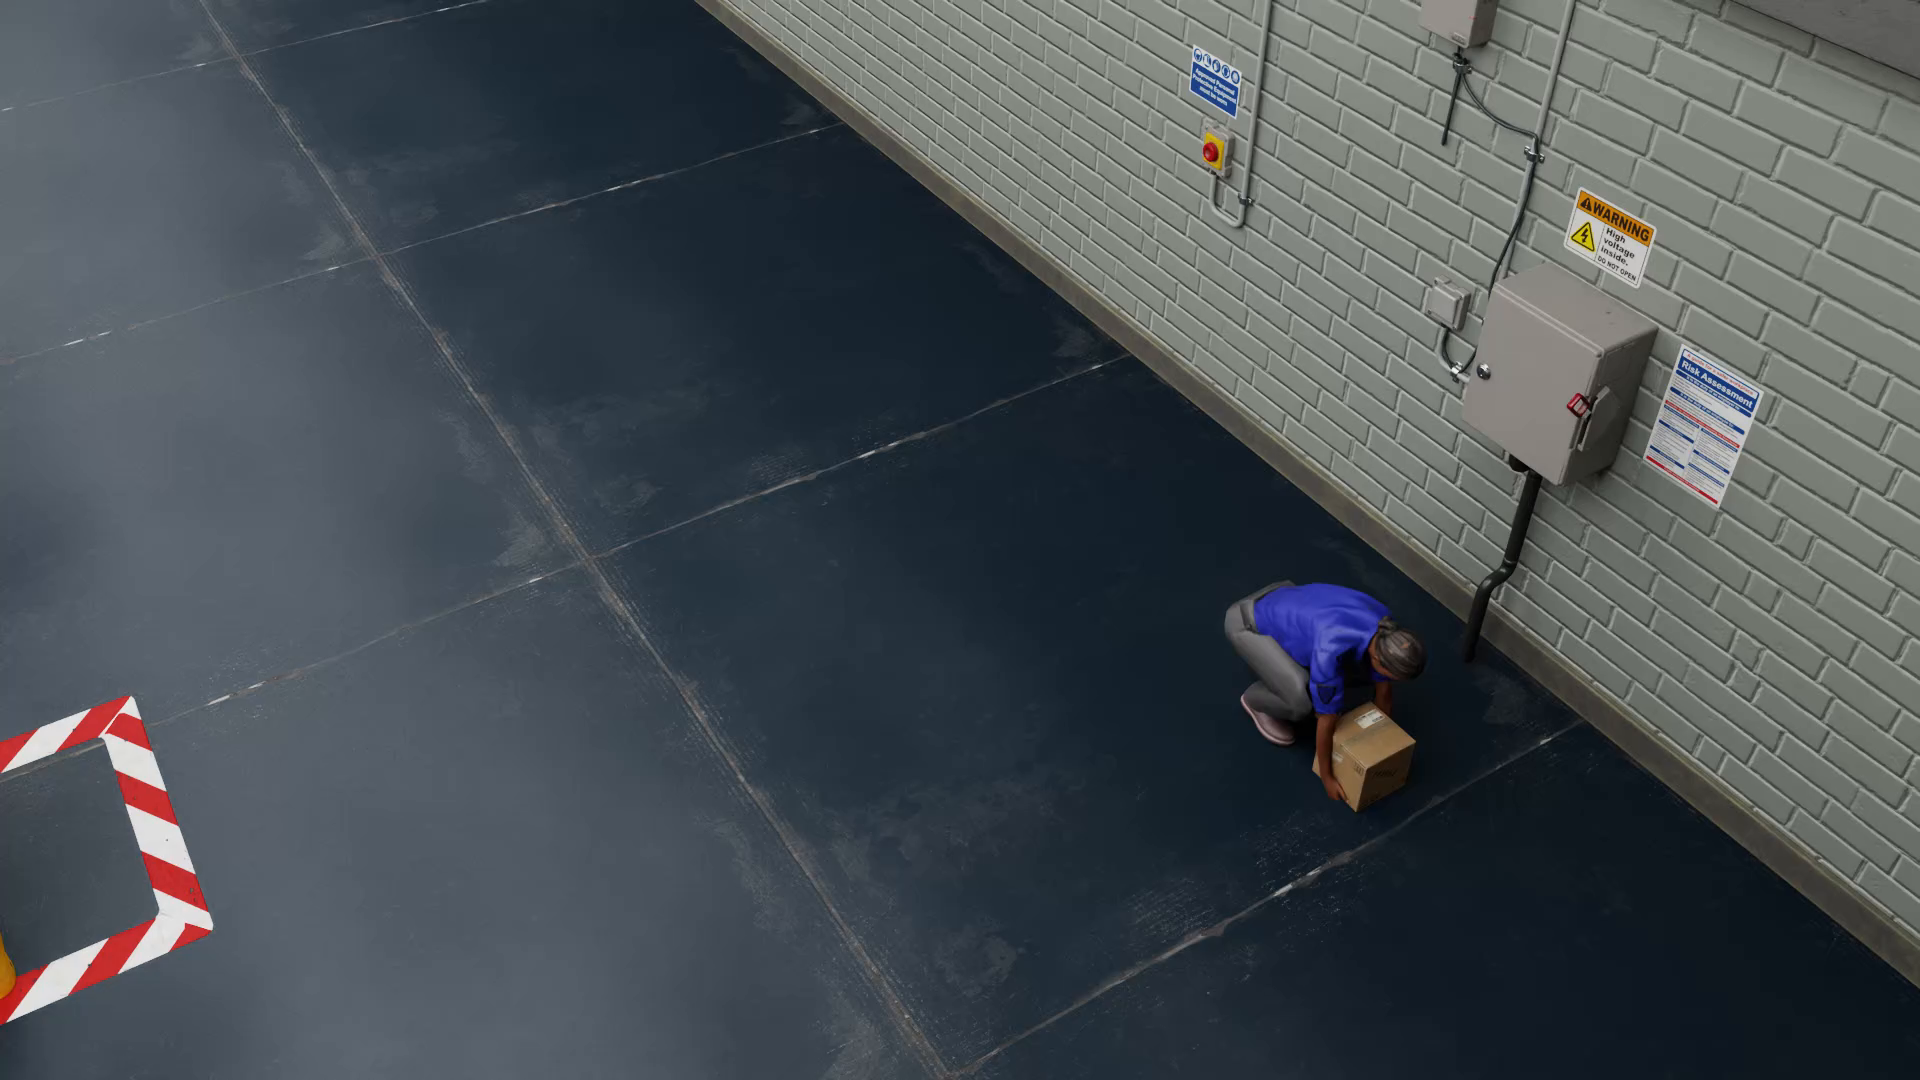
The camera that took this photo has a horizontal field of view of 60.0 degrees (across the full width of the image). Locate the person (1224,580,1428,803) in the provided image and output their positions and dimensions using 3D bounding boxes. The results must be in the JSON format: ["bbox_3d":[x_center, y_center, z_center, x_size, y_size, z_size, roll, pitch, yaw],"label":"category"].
[{"bbox_3d":[1.373,0.484,6.350,0.453,0.817,0.819,-23,46,-24],"label":"person"}]
